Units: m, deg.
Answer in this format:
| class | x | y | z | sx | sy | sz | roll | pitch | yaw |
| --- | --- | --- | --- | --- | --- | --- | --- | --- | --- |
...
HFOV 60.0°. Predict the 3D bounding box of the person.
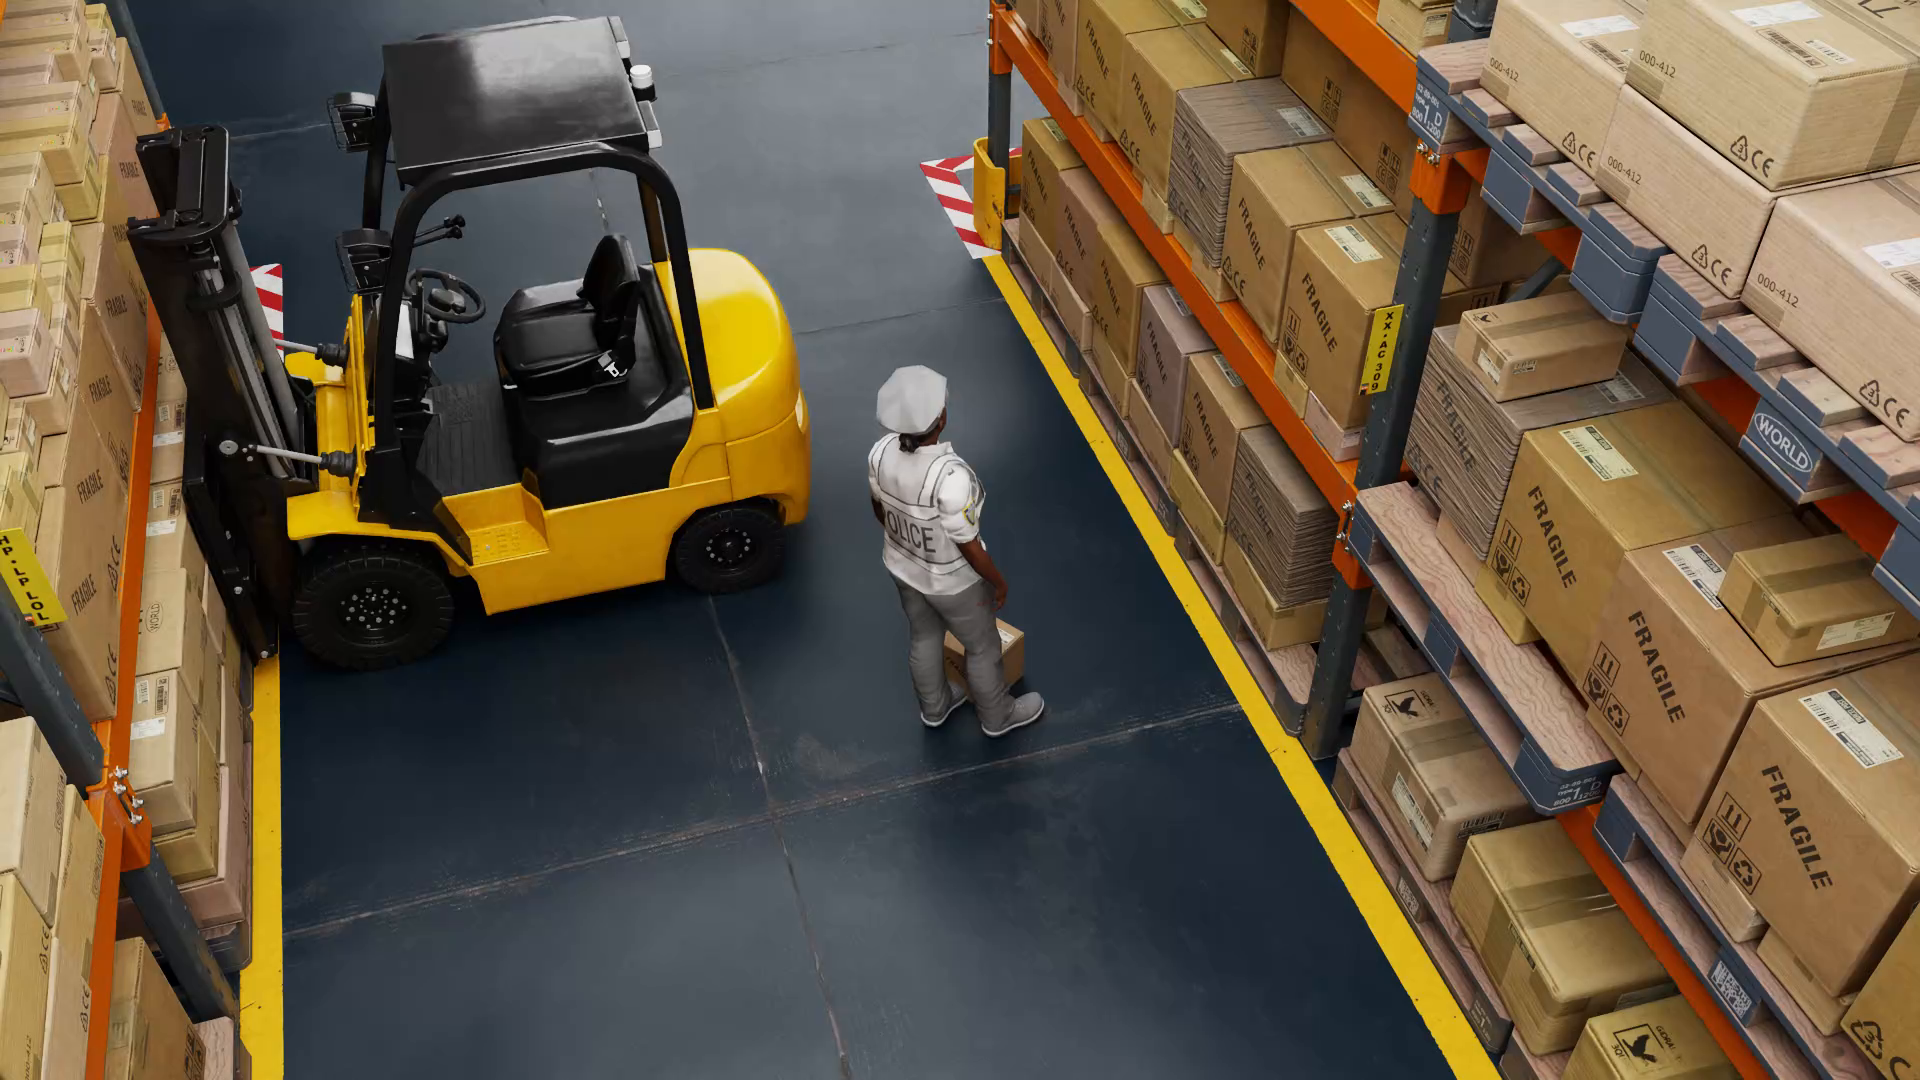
| class | x | y | z | sx | sy | sz | roll | pitch | yaw |
| --- | --- | --- | --- | --- | --- | --- | --- | --- | --- |
| person | -0.025 | 0.055 | 6.061 | 0.570 | 1.696 | 0.529 | 30 | 50 | 28 |
